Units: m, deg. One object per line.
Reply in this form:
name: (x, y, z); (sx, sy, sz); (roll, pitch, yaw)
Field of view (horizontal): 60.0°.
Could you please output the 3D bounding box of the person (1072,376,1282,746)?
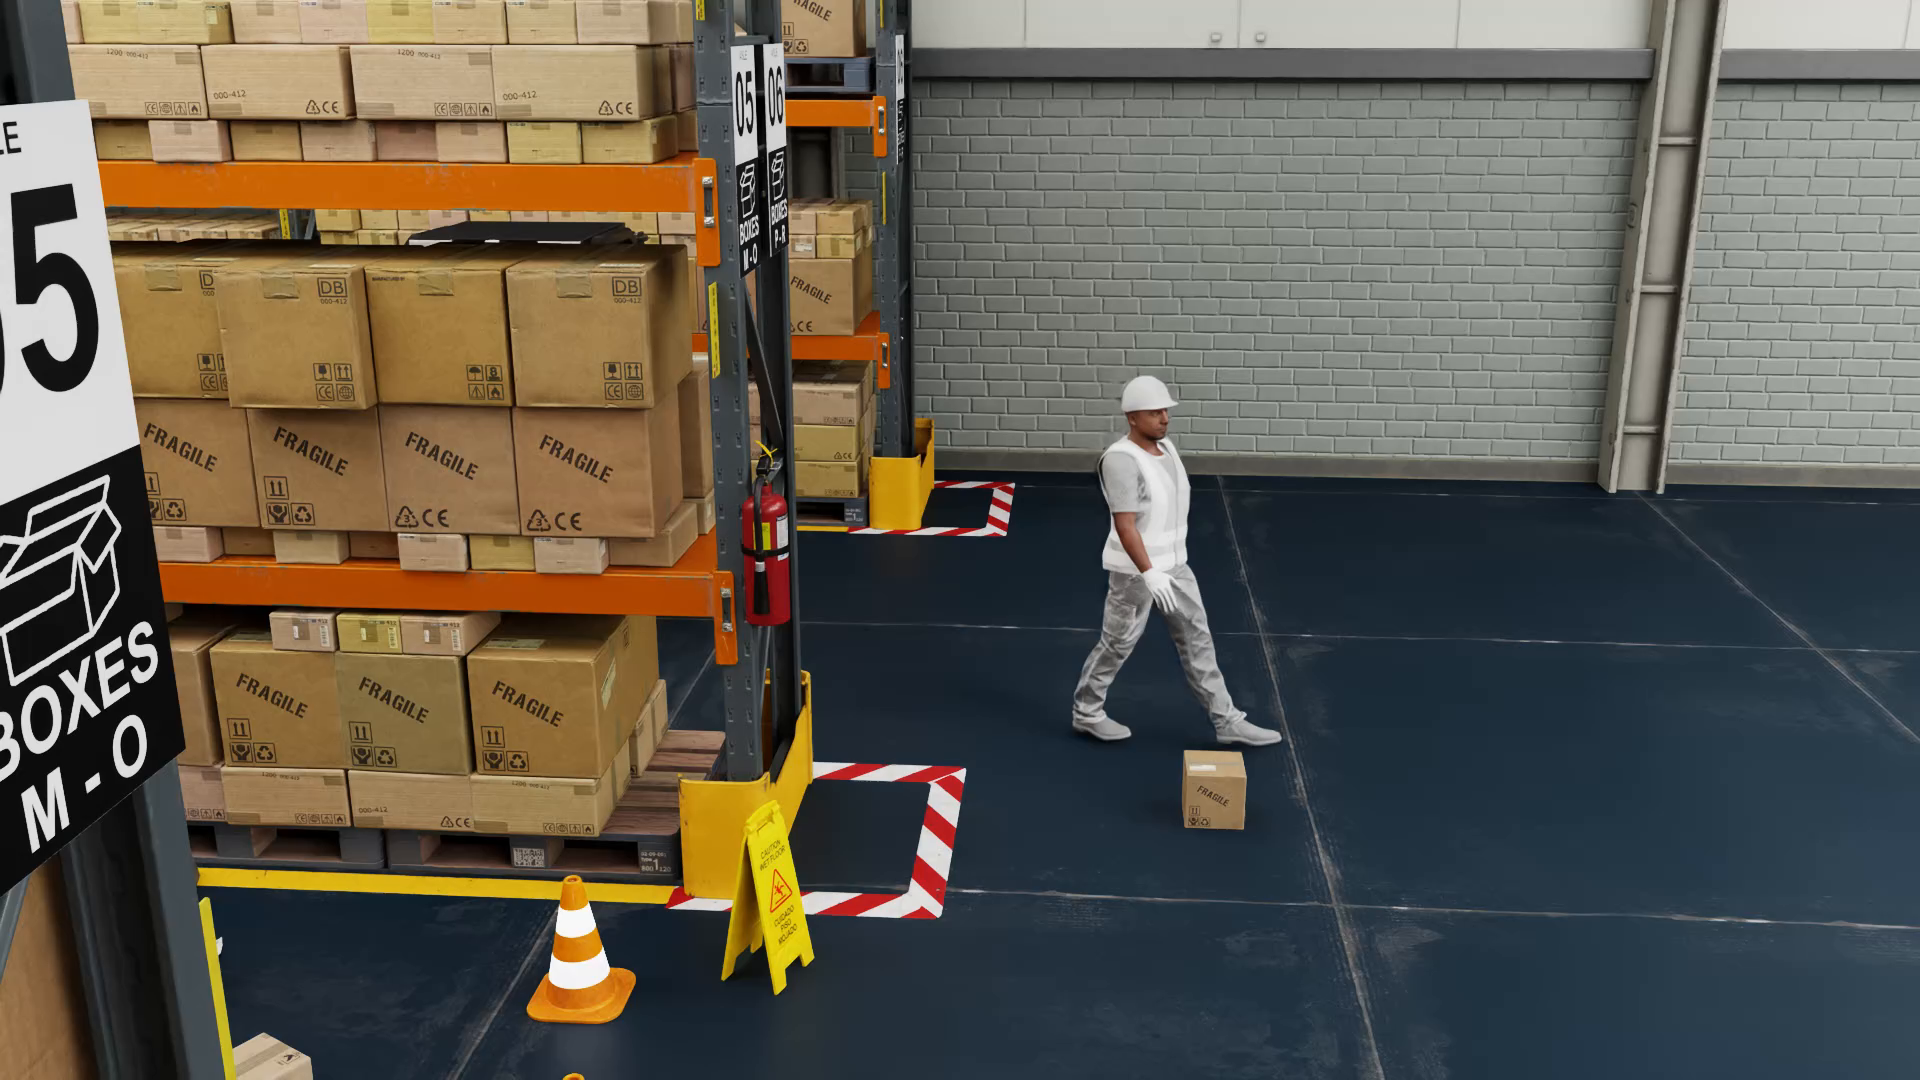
person: (0.970, 0.135, 7.540); (0.946, 1.736, 0.573); (13, 21, 35)
